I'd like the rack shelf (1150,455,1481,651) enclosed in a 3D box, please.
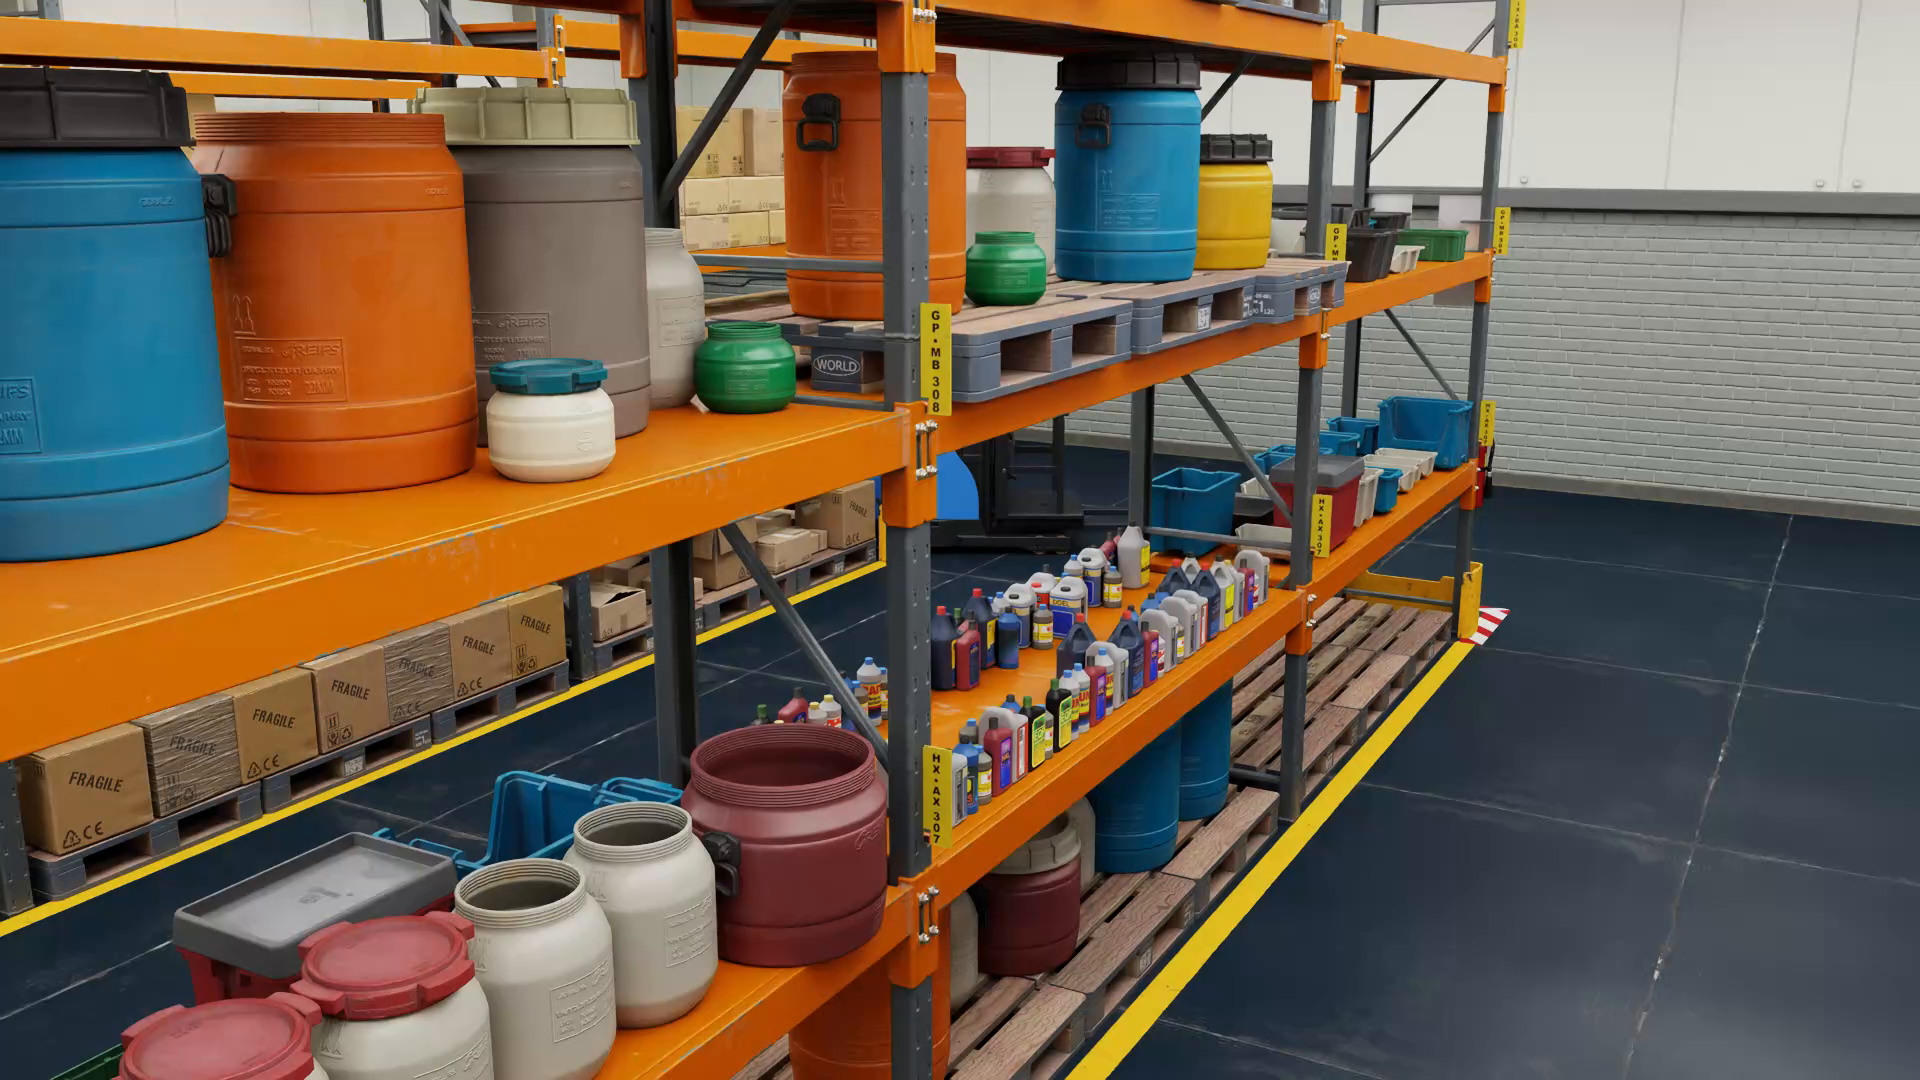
[{"bbox_3d":[2.345,-0.062,10.642,1.077,0.370,4.000,7,15,28],"label":"rack shelf"}]

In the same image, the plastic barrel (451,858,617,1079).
[{"bbox_3d":[-1.069,1.087,4.104,0.421,0.512,0.421,0,14,0],"label":"plastic barrel"}]

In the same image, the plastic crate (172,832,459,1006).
[{"bbox_3d":[-1.604,1.085,4.212,0.402,0.464,0.583,7,15,28],"label":"plastic crate"}]

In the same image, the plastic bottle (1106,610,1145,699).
[{"bbox_3d":[0.688,0.474,6.988,0.144,0.351,0.185,7,15,28],"label":"plastic bottle"}]

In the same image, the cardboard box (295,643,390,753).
[{"bbox_3d":[-3.677,0.880,9.596,0.500,0.500,0.500,7,15,26],"label":"cardboard box"}]

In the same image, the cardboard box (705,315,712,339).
[{"bbox_3d":[-1.984,-1.374,12.203,0.500,0.500,0.500,7,15,26],"label":"cardboard box"}]

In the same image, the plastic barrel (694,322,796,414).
[{"bbox_3d":[-0.630,-0.507,4.884,0.294,0.245,0.294,0,14,0],"label":"plastic barrel"}]

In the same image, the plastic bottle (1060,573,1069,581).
[{"bbox_3d":[0.517,0.263,8.184,0.097,0.201,0.097,0,14,0],"label":"plastic bottle"}]

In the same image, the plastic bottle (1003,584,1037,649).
[{"bbox_3d":[0.261,0.348,7.670,0.152,0.276,0.135,7,15,28],"label":"plastic bottle"}]

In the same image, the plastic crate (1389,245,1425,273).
[{"bbox_3d":[2.530,-1.700,10.064,0.437,0.136,0.530,7,15,28],"label":"plastic crate"}]

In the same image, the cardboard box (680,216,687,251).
[{"bbox_3d":[-2.259,-2.122,11.573,0.500,0.250,0.500,7,15,28],"label":"cardboard box"}]

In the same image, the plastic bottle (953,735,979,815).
[{"bbox_3d":[0.017,0.809,5.768,0.097,0.271,0.097,0,14,0],"label":"plastic bottle"}]

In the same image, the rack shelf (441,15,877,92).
[{"bbox_3d":[-1.989,-3.539,12.270,1.077,0.370,4.000,7,15,28],"label":"rack shelf"}]

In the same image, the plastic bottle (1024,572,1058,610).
[{"bbox_3d":[0.374,0.301,7.867,0.152,0.276,0.135,7,15,28],"label":"plastic bottle"}]

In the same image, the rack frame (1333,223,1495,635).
[{"bbox_3d":[3.312,-0.822,12.259,1.000,3.000,0.127,7,15,28],"label":"rack frame"}]

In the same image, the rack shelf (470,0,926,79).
[{"bbox_3d":[-1.522,-1.143,3.177,1.077,0.370,4.000,7,15,28],"label":"rack shelf"}]

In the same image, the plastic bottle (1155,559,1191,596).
[{"bbox_3d":[1.005,0.270,7.835,0.144,0.351,0.185,7,15,28],"label":"plastic bottle"}]

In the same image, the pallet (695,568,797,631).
[{"bbox_3d":[-2.034,0.400,13.139,1.003,0.211,1.213,7,15,28],"label":"pallet"}]

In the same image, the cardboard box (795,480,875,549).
[{"bbox_3d":[-1.069,-0.243,14.253,0.500,0.500,0.500,7,15,28],"label":"cardboard box"}]

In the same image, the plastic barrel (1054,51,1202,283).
[{"bbox_3d":[0.687,-1.540,6.871,0.600,0.901,0.708,7,15,28],"label":"plastic barrel"}]

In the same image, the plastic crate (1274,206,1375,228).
[{"bbox_3d":[2.333,-1.968,10.744,0.504,0.338,0.767,7,15,28],"label":"plastic crate"}]

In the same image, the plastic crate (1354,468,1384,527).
[{"bbox_3d":[2.278,-0.265,10.075,0.437,0.282,0.530,7,15,28],"label":"plastic crate"}]

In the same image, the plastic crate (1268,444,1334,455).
[{"bbox_3d":[2.268,-0.486,11.096,0.416,0.233,0.300,7,15,28],"label":"plastic crate"}]

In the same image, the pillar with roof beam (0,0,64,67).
[{"bbox_3d":[-3.944,-3.794,11.787,9.100,9.000,0.400,7,15,28],"label":"pillar with roof beam"}]

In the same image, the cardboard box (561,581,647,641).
[{"bbox_3d":[-2.564,0.468,11.705,0.500,0.311,0.500,7,15,28],"label":"cardboard box"}]

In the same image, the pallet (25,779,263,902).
[{"bbox_3d":[-4.496,1.464,8.727,1.003,0.211,1.213,7,15,28],"label":"pallet"}]

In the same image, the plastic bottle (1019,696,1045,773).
[{"bbox_3d":[0.265,0.707,6.168,0.061,0.283,0.133,7,15,28],"label":"plastic bottle"}]

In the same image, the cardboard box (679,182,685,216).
[{"bbox_3d":[-2.263,-2.366,11.517,0.500,0.250,0.500,7,15,28],"label":"cardboard box"}]

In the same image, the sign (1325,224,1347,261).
[{"bbox_3d":[1.859,-1.401,8.242,0.100,0.325,0.005,7,15,28],"label":"sign"}]

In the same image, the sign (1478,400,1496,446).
[{"bbox_3d":[3.802,-0.842,11.995,0.100,0.325,0.005,7,15,28],"label":"sign"}]

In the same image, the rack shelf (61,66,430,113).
[{"bbox_3d":[-6.327,-3.906,14.641,1.077,0.370,4.000,7,15,28],"label":"rack shelf"}]

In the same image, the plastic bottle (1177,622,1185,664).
[{"bbox_3d":[0.953,0.446,7.425,0.097,0.201,0.097,0,14,0],"label":"plastic bottle"}]

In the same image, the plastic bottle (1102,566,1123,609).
[{"bbox_3d":[0.762,0.232,8.309,0.097,0.201,0.097,0,14,0],"label":"plastic bottle"}]

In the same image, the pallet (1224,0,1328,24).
[{"bbox_3d":[1.005,-2.458,7.503,1.003,0.211,1.213,7,15,28],"label":"pallet"}]

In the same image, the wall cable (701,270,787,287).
[{"bbox_3d":[-2.313,-4.471,21.221,3.097,2.526,0.112,7,15,28],"label":"wall cable"}]

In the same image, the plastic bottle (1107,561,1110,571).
[{"bbox_3d":[0.723,0.175,8.547,0.097,0.201,0.097,0,14,0],"label":"plastic bottle"}]

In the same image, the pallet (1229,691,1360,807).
[{"bbox_3d":[1.700,1.199,9.826,1.003,0.211,1.213,7,15,28],"label":"pallet"}]

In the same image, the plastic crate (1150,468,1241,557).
[{"bbox_3d":[1.306,-0.157,9.408,0.392,0.384,0.575,7,15,28],"label":"plastic crate"}]

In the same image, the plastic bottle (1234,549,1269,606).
[{"bbox_3d":[1.471,0.176,8.382,0.152,0.276,0.135,7,15,28],"label":"plastic bottle"}]

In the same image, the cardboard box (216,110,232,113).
[{"bbox_3d":[-6.461,-3.347,13.943,0.500,0.500,0.500,7,15,27],"label":"cardboard box"}]

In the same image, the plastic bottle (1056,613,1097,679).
[{"bbox_3d":[0.490,0.485,6.945,0.144,0.351,0.185,7,15,28],"label":"plastic bottle"}]

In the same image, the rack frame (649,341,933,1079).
[{"bbox_3d":[-0.555,0.819,5.451,1.000,3.000,0.127,7,15,28],"label":"rack frame"}]

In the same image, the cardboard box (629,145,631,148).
[{"bbox_3d":[-2.388,-2.747,11.496,0.700,0.500,0.500,7,15,28],"label":"cardboard box"}]

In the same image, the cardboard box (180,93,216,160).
[{"bbox_3d":[-4.180,-2.034,8.538,0.500,0.500,0.500,7,15,28],"label":"cardboard box"}]

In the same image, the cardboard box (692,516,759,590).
[{"bbox_3d":[-2.052,0.050,13.029,0.797,0.503,0.637,7,15,28],"label":"cardboard box"}]

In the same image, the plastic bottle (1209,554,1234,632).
[{"bbox_3d":[1.221,0.248,7.925,0.144,0.351,0.185,7,15,28],"label":"plastic bottle"}]

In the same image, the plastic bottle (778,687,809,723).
[{"bbox_3d":[-0.622,0.697,6.206,0.061,0.283,0.133,7,15,28],"label":"plastic bottle"}]

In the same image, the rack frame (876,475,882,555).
[{"bbox_3d":[-1.022,-1.384,14.590,1.000,3.000,0.127,7,15,28],"label":"rack frame"}]

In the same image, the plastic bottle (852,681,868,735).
[{"bbox_3d":[-0.409,0.656,6.554,0.097,0.201,0.097,0,14,0],"label":"plastic bottle"}]

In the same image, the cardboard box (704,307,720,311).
[{"bbox_3d":[-2.205,-1.543,12.903,0.500,0.500,0.500,7,15,28],"label":"cardboard box"}]

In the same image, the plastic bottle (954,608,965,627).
[{"bbox_3d":[-0.027,0.445,7.253,0.061,0.283,0.133,7,15,28],"label":"plastic bottle"}]

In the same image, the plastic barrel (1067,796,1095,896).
[{"bbox_3d":[0.407,1.365,7.601,0.421,0.512,0.421,0,14,0],"label":"plastic barrel"}]

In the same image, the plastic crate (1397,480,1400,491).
[{"bbox_3d":[2.684,-0.355,10.755,0.298,0.136,0.250,7,15,28],"label":"plastic crate"}]

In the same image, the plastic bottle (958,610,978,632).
[{"bbox_3d":[0.026,0.452,7.225,0.061,0.283,0.133,7,15,28],"label":"plastic bottle"}]

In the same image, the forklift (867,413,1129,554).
[{"bbox_3d":[0.623,-1.423,14.900,3.031,2.935,1.130,0,14,1],"label":"forklift"}]

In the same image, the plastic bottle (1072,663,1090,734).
[{"bbox_3d":[0.464,0.619,6.555,0.097,0.271,0.097,0,14,0],"label":"plastic bottle"}]

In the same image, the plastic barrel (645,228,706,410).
[{"bbox_3d":[-0.974,-0.664,4.966,0.421,0.512,0.421,0,14,0],"label":"plastic barrel"}]
